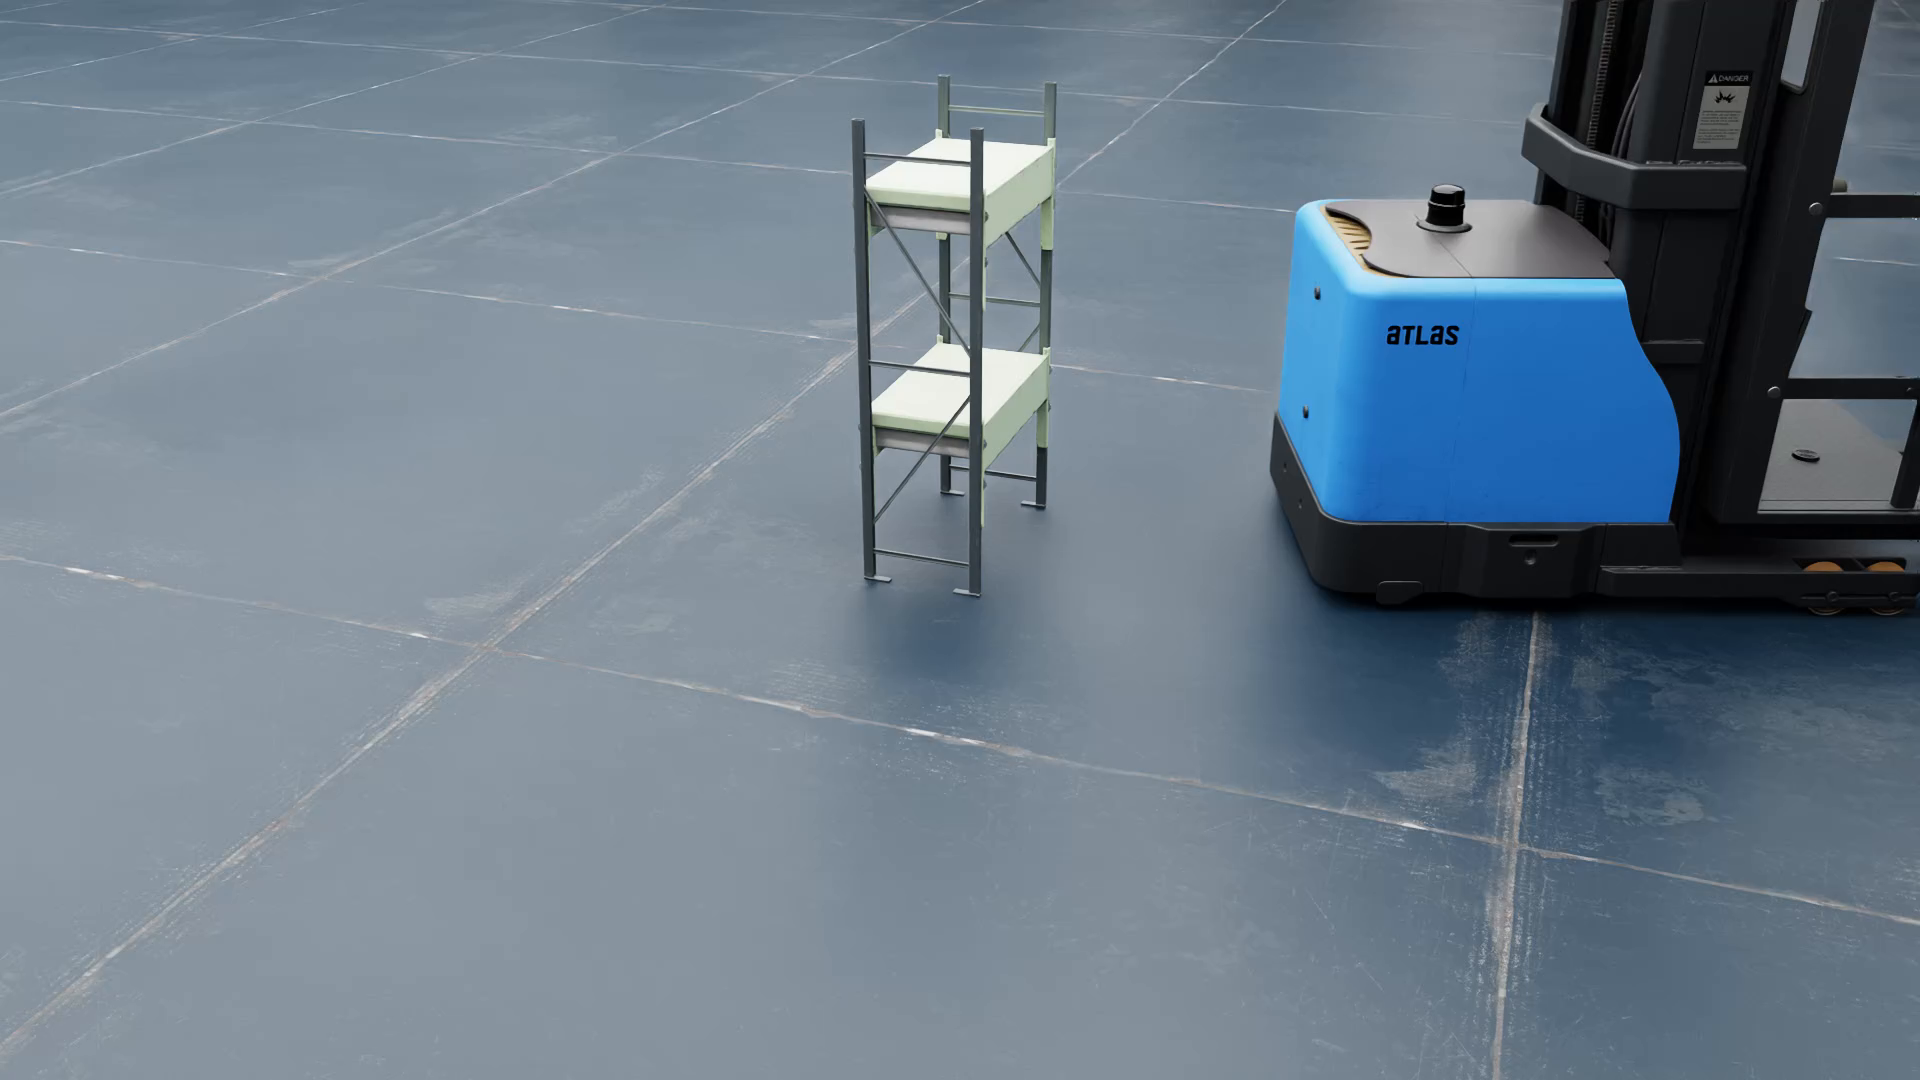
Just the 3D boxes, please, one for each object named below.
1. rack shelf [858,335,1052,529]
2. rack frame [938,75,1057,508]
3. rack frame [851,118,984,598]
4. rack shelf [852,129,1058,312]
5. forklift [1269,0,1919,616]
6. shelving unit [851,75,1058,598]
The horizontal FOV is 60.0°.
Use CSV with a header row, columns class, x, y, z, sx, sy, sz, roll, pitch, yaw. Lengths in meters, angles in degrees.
class,x,y,z,sx,sy,sz,roll,pitch,yaw
rack shelf,-0.002,-0.379,5.560,0.431,0.370,0.720,9,27,17
rack frame,0.120,-0.823,5.728,0.400,1.500,0.023,9,27,17
rack frame,-0.124,-0.522,5.107,0.400,1.500,0.023,9,27,17
rack shelf,-0.002,-1.024,5.247,0.431,0.370,0.720,9,27,17
forklift,2.647,-1.314,5.100,3.031,2.935,1.130,0,26,0
shelving unit,-0.002,-0.672,5.417,0.431,1.500,0.755,9,27,17
